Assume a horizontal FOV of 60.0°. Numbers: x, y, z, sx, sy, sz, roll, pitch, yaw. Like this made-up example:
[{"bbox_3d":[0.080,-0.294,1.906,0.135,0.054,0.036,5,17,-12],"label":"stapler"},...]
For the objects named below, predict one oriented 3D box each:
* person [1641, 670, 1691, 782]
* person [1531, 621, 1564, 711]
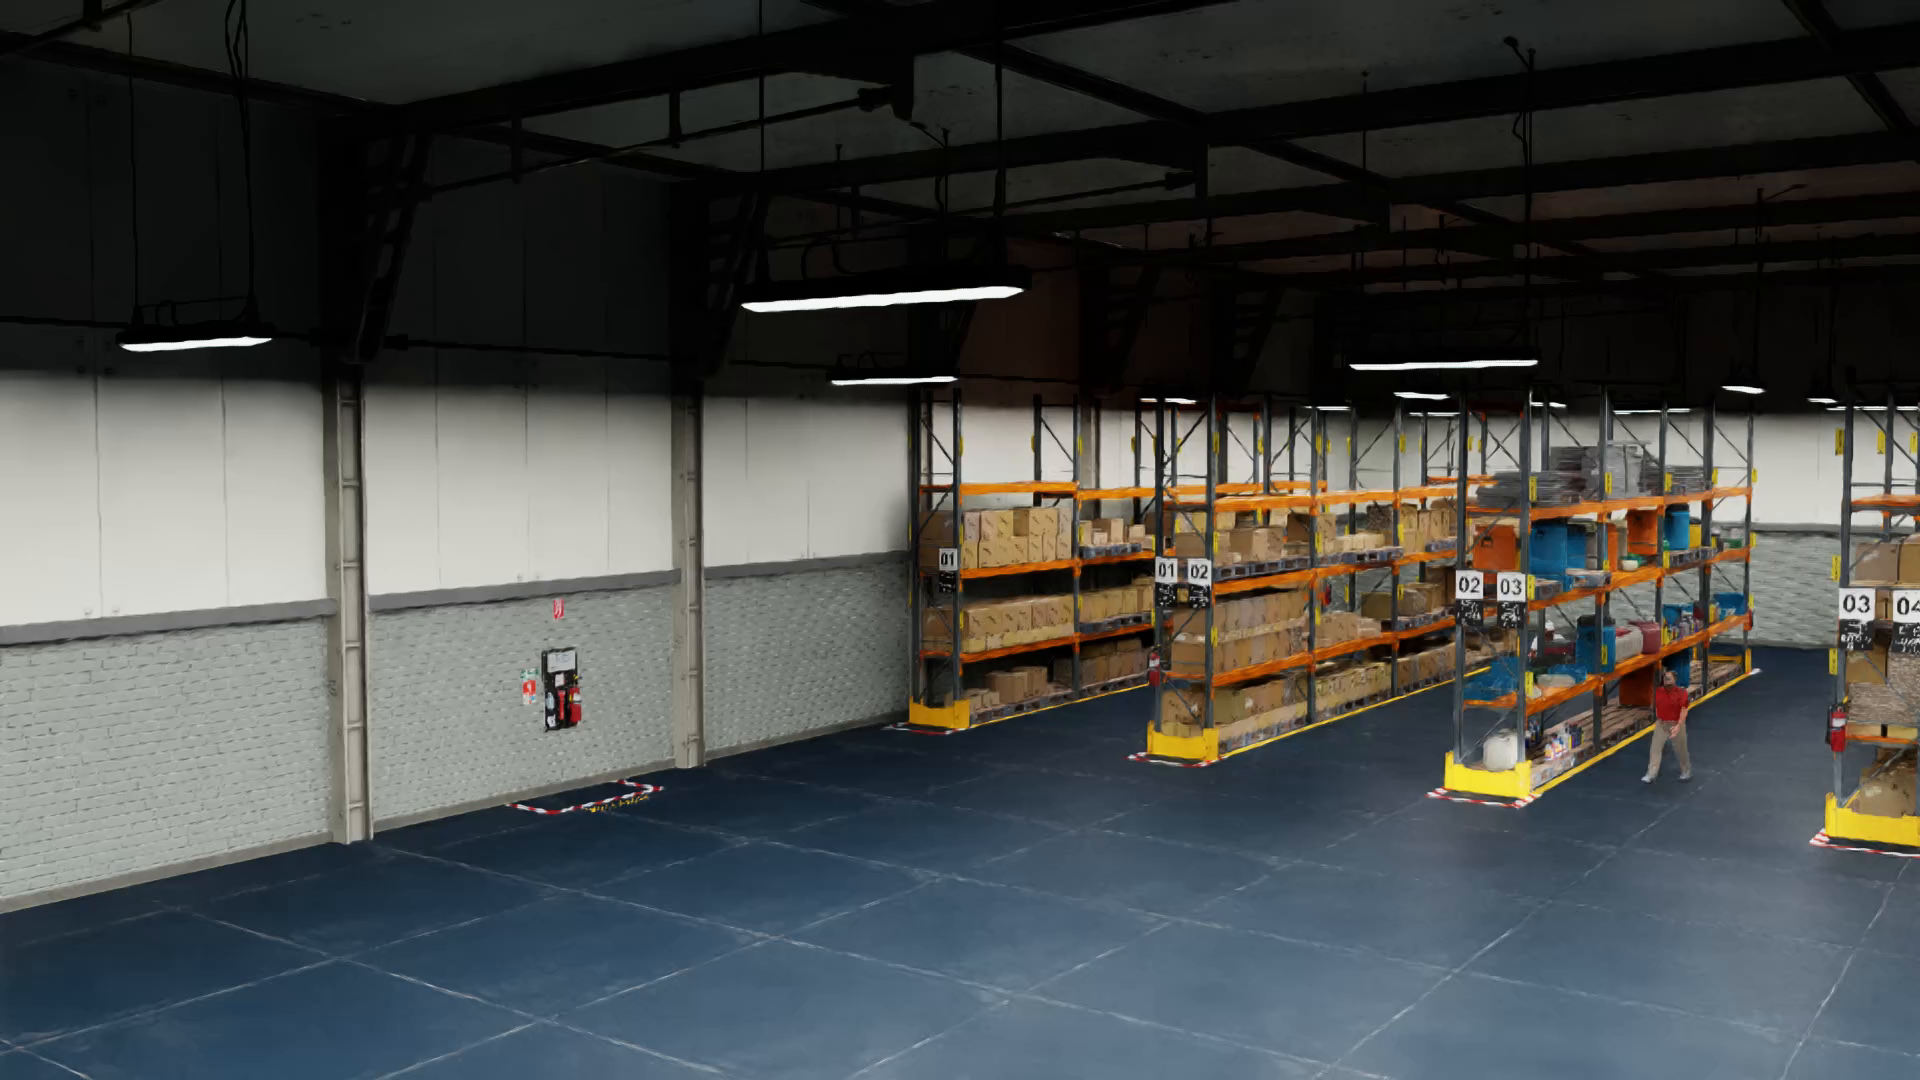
[{"bbox_3d":[10.513,2.753,24.615,0.533,1.658,1.031,3,5,44],"label":"person"},{"bbox_3d":[11.086,2.370,31.306,0.719,1.715,0.578,2,4,36],"label":"person"}]
